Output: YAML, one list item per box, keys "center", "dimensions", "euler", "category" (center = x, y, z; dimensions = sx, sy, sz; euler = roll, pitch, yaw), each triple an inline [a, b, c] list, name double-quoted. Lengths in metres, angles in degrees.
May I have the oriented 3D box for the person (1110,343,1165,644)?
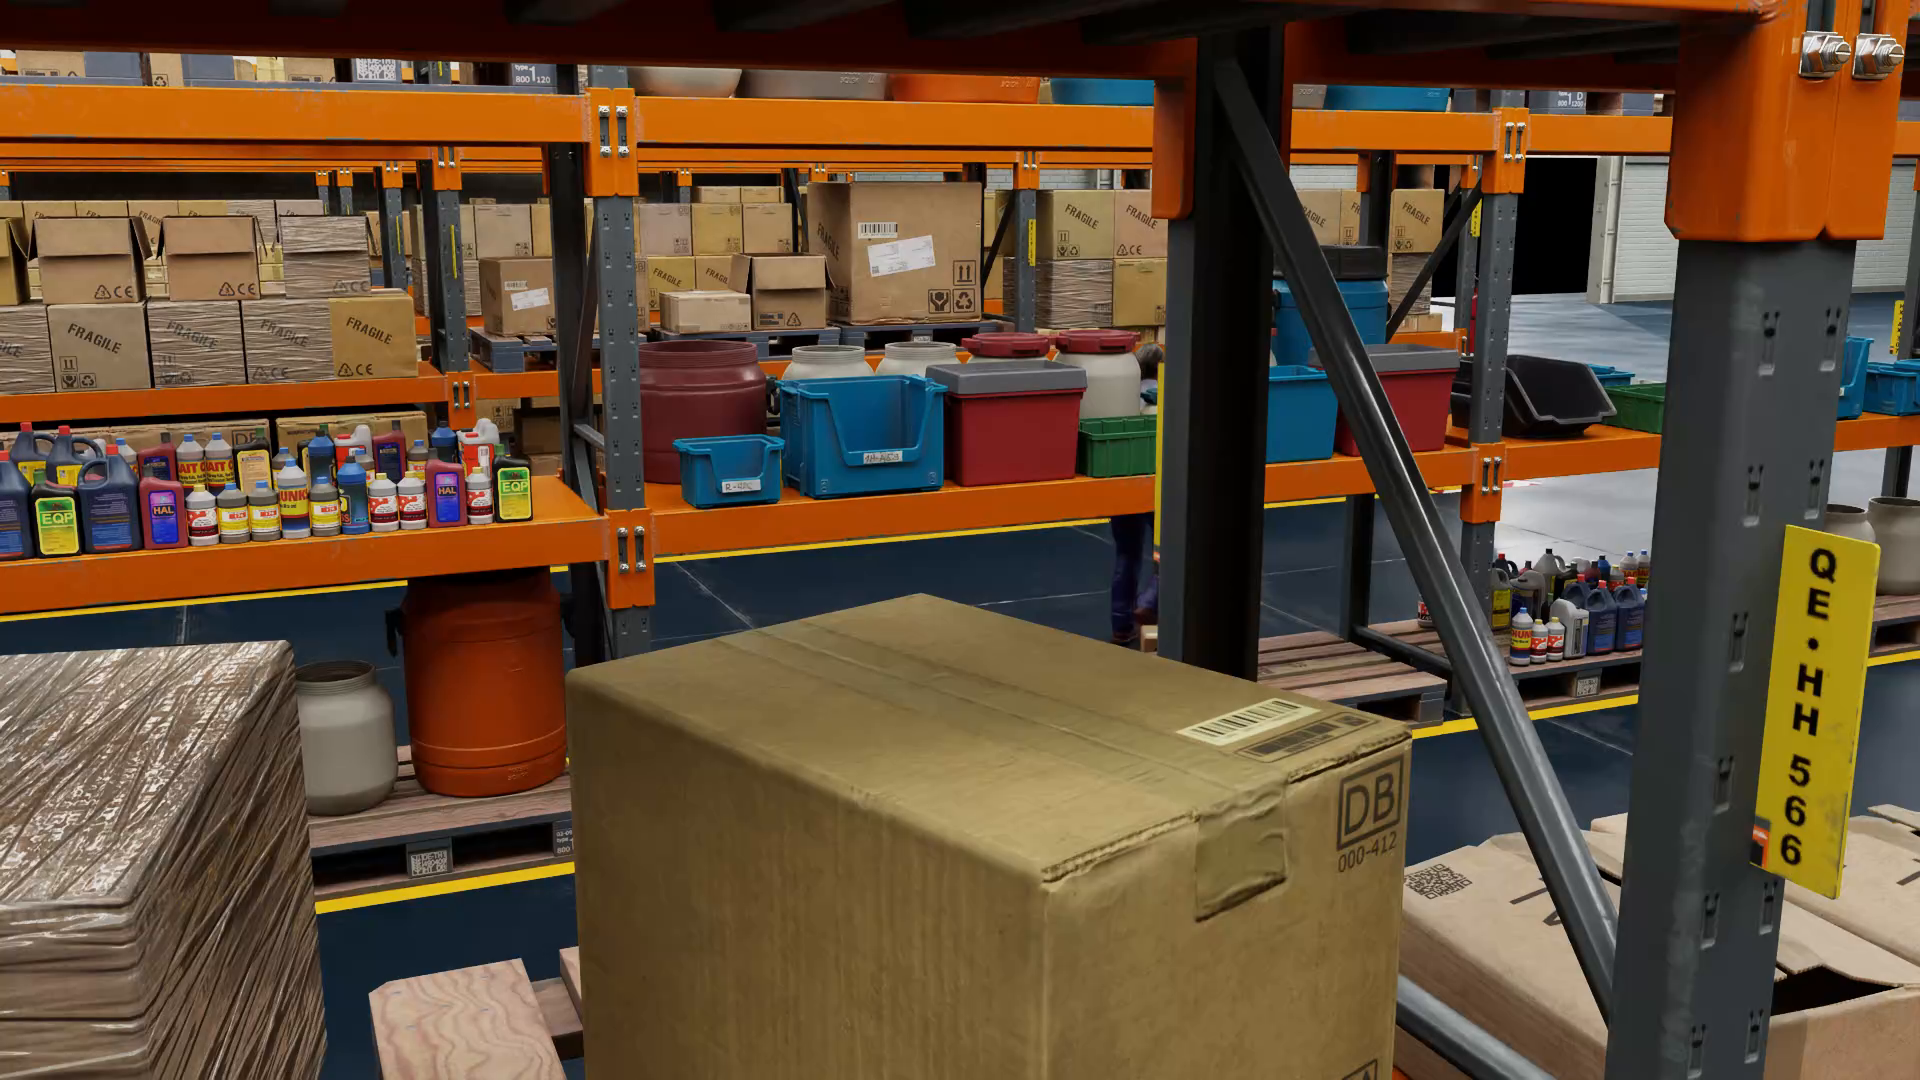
- center: [0.984, -0.232, 8.979]
  dimensions: [0.512, 1.633, 0.518]
  euler: [7, 14, 29]
  category: "person"
